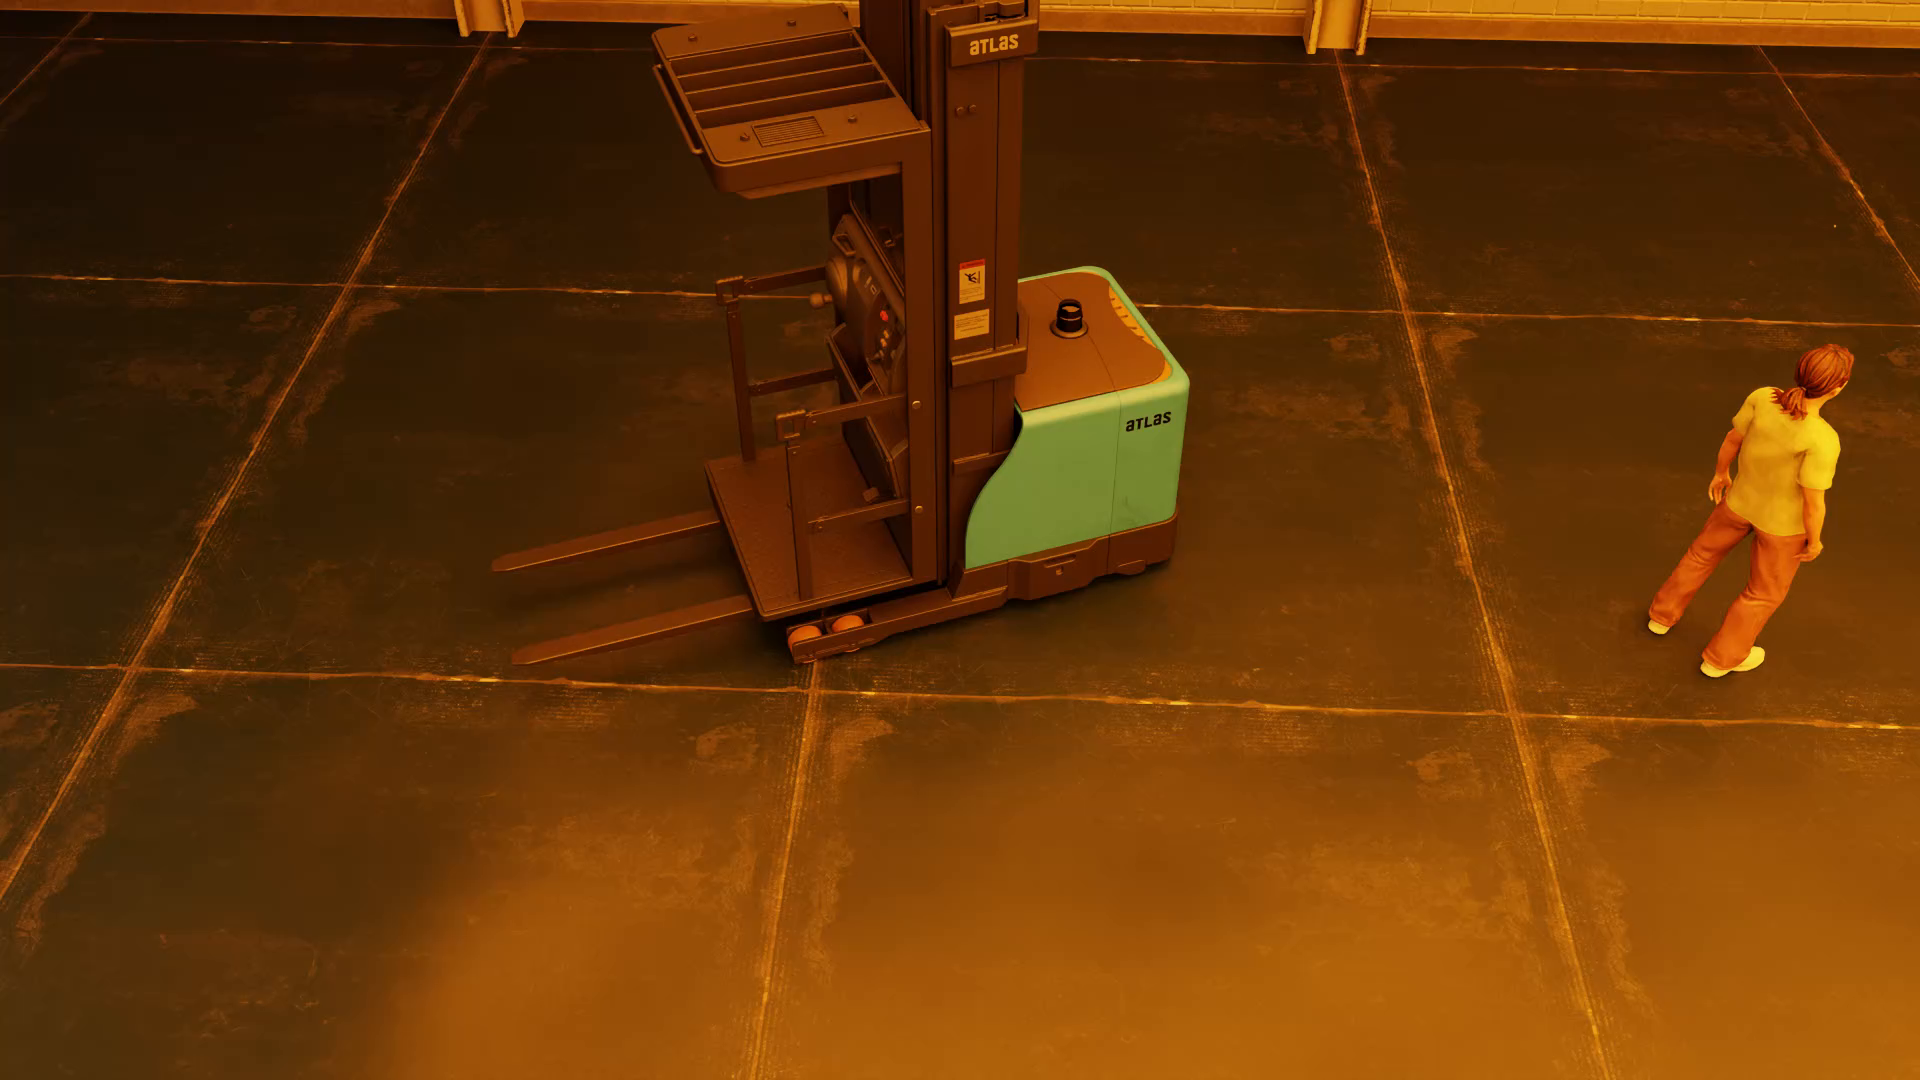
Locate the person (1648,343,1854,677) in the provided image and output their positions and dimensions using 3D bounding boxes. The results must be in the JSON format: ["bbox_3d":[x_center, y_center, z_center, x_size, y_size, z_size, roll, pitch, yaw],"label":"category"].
[{"bbox_3d":[3.274,-0.134,6.822,0.400,1.674,0.593,-23,47,-23],"label":"person"}]

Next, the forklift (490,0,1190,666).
[{"bbox_3d":[-0.573,-0.945,6.778,3.031,2.935,1.130,-13,44,-14],"label":"forklift"}]
